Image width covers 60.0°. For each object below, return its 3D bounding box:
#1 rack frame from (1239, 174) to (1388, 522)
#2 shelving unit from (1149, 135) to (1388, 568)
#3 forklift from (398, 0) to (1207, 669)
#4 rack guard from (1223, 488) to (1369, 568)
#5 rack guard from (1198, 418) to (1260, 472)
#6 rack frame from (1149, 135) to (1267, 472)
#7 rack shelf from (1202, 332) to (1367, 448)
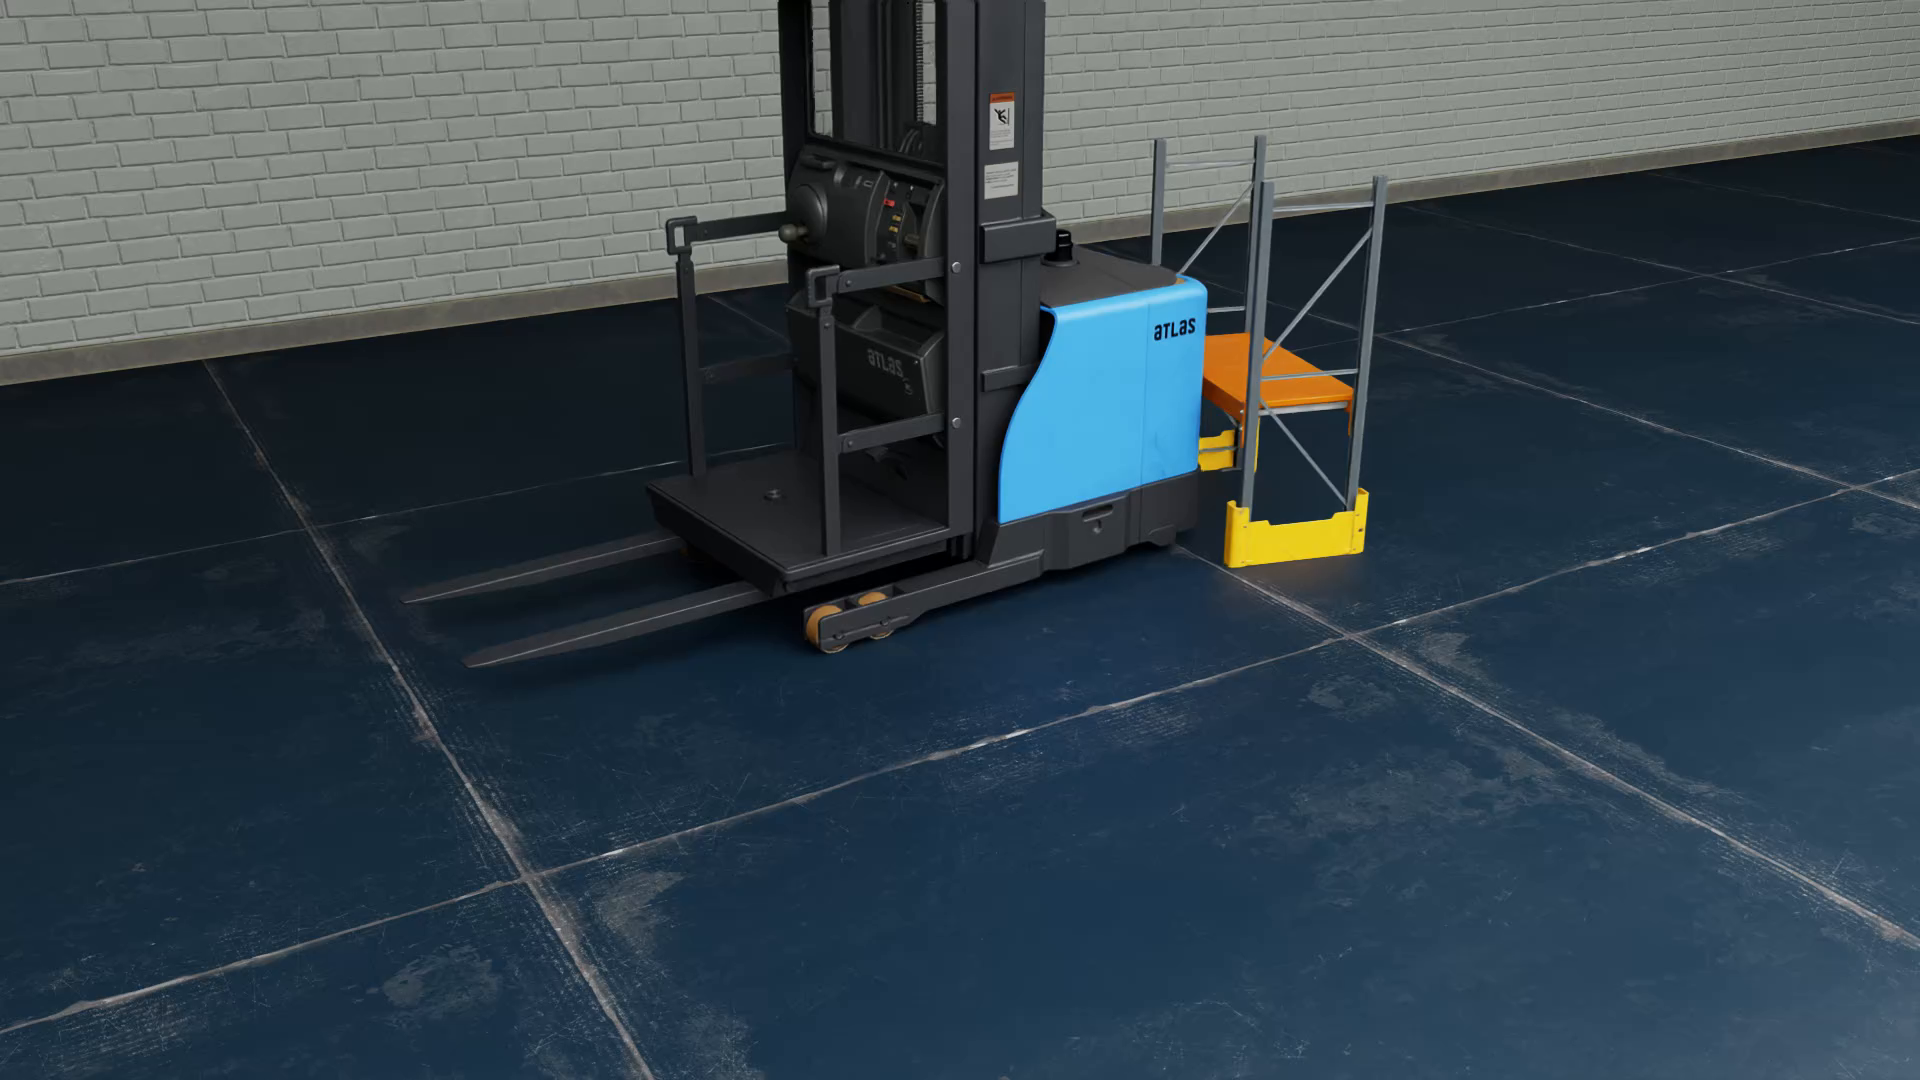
[{"bbox_3d":[1.335,-0.629,6.367,0.500,1.500,0.032,-6,23,-15],"label":"rack frame"},{"bbox_3d":[1.198,-0.810,6.812,0.587,1.500,1.083,-6,23,-15],"label":"shelving unit"},{"bbox_3d":[-0.519,-1.186,5.836,3.031,2.935,1.130,-15,27,-33],"label":"forklift"},{"bbox_3d":[1.335,-0.051,6.604,0.587,0.250,0.087,-6,23,-15],"label":"rack guard"},{"bbox_3d":[1.061,-0.411,7.491,0.587,0.250,0.087,-6,23,-15],"label":"rack guard"},{"bbox_3d":[1.056,-0.997,7.273,0.500,1.500,0.032,-6,23,-15],"label":"rack frame"},{"bbox_3d":[1.195,-0.646,6.888,0.538,0.185,1.000,-6,23,-15],"label":"rack shelf"}]
